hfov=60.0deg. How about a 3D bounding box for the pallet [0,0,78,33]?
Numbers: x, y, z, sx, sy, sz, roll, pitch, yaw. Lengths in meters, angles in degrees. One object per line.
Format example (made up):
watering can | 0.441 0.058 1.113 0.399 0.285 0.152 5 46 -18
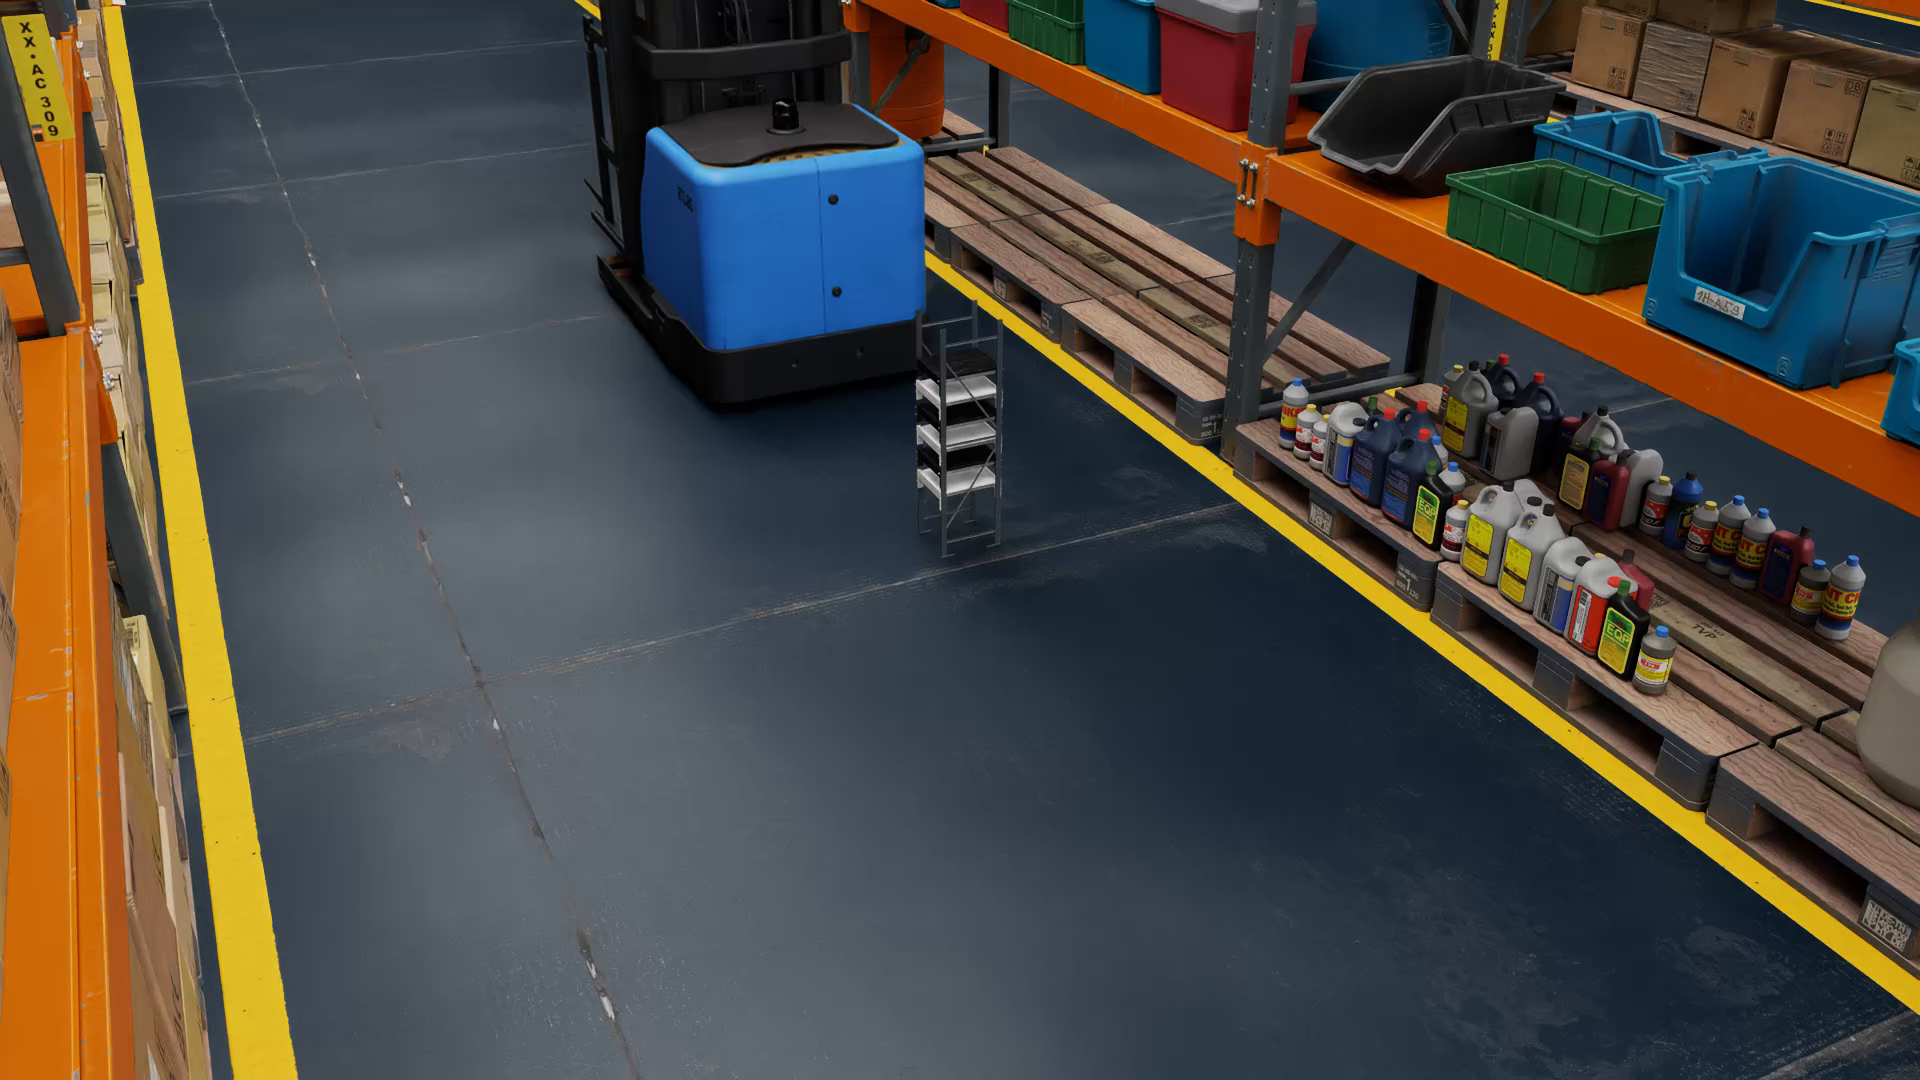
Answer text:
pallet | -5.001 -2.655 8.114 1.213 0.211 1.003 -13 32 -22

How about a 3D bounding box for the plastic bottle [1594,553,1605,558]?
plastic bottle | 2.041 0.138 5.348 0.097 0.201 0.097 0 29 0

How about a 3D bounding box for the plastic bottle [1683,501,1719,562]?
plastic bottle | 2.534 -0.036 5.658 0.097 0.201 0.097 0 29 0

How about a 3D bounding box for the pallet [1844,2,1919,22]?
pallet | 8.491 -4.659 14.342 1.003 0.211 1.213 -13 32 -22

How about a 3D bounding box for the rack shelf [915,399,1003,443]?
rack shelf | -0.003 -0.446 6.009 0.258 0.077 0.200 -13 32 -22

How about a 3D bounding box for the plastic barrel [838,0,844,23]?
plastic barrel | -0.881 -3.335 11.167 0.600 0.588 0.708 -13 32 -22

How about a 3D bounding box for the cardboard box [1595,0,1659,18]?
cardboard box | 4.617 -3.672 11.070 0.500 0.250 0.500 -12 31 -20

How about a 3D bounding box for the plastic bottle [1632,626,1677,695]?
plastic bottle | 2.079 0.351 4.969 0.097 0.201 0.097 0 29 0

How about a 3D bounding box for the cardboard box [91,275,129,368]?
cardboard box | -3.543 -0.829 6.471 0.500 0.311 0.500 -12 32 -21

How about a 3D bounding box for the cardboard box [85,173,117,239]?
cardboard box | -4.199 -1.503 7.672 0.500 0.311 0.500 -12 32 -21

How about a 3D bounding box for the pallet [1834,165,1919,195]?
pallet | 5.684 -1.893 9.410 1.003 0.211 1.213 -13 32 -22

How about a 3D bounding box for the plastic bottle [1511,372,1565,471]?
plastic bottle | 2.165 -0.453 6.250 0.144 0.351 0.185 -15 32 -24

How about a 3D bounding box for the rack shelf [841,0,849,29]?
rack shelf | -1.030 -4.062 11.163 1.077 0.370 4.000 -13 32 -22

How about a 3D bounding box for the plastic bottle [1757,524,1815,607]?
plastic bottle | 2.686 0.064 5.396 0.061 0.283 0.133 -13 32 -21

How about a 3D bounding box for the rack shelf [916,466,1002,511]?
rack shelf | -0.003 -0.210 6.141 0.258 0.077 0.200 -13 32 -22

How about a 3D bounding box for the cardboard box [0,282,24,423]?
cardboard box | -2.733 -0.536 4.037 0.700 0.500 0.500 -14 32 -23

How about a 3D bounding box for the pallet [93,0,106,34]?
pallet | -7.705 -4.386 13.856 1.003 0.211 1.213 -13 32 -22

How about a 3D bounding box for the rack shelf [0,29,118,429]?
rack shelf | -3.788 -1.257 6.160 1.077 0.370 4.000 -13 32 -22

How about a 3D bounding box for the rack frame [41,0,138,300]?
rack frame | -4.646 -2.454 7.560 1.000 3.000 0.127 -13 32 -22

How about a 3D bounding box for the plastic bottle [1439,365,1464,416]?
plastic bottle | 1.983 -0.602 6.668 0.097 0.201 0.097 0 29 0

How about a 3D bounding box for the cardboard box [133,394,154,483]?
cardboard box | -3.322 -0.356 6.199 0.500 0.250 0.500 -14 32 -23

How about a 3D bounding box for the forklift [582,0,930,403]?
forklift | -1.211 -2.566 7.829 1.130 2.935 3.031 -13 32 -21

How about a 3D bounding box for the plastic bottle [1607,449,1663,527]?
plastic bottle | 2.370 -0.205 5.884 0.152 0.276 0.135 -12 32 -21

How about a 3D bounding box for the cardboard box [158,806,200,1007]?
cardboard box | -2.099 0.929 3.909 0.500 0.250 0.500 -13 32 -22

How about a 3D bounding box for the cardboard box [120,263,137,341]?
cardboard box | -3.976 -1.030 7.402 0.500 0.250 0.500 -13 32 -23

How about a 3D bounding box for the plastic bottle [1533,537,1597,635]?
plastic bottle | 1.936 0.140 5.269 0.152 0.276 0.135 -14 32 -23

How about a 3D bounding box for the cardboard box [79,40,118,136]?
cardboard box | -5.473 -2.723 10.145 0.500 0.500 0.500 -13 32 -21

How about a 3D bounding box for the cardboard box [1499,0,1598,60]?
cardboard box | 4.025 -4.098 12.234 1.225 0.875 0.875 -15 32 -24

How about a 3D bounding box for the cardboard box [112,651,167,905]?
cardboard box | -2.110 0.604 3.721 0.500 0.500 0.500 -13 32 -22

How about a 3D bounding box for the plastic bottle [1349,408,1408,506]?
plastic bottle | 1.518 -0.318 6.009 0.144 0.351 0.185 -12 32 -21

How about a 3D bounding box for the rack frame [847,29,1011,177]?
rack frame | -0.171 -3.493 9.411 1.000 3.000 0.127 -13 32 -22

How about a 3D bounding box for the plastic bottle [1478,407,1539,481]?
plastic bottle | 2.042 -0.379 6.193 0.152 0.276 0.135 -13 32 -22

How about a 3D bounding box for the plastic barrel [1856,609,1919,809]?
plastic barrel | 2.697 0.447 4.500 0.421 0.512 0.421 0 29 0

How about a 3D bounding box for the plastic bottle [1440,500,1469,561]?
plastic bottle | 1.699 -0.040 5.666 0.097 0.201 0.097 0 29 0

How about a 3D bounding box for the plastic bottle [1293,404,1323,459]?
plastic bottle | 1.331 -0.419 6.342 0.097 0.201 0.097 0 29 0

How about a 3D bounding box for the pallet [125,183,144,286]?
pallet | -4.933 -1.576 8.844 1.003 0.211 1.213 -13 32 -22

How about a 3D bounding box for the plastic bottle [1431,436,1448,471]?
plastic bottle | 1.689 -0.245 5.960 0.097 0.271 0.097 0 29 0

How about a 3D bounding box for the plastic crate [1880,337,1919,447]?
plastic crate | 2.505 -0.340 3.942 0.499 0.251 0.408 -13 32 -22

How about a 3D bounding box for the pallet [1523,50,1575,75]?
pallet | 4.032 -3.680 12.597 1.003 0.211 1.213 -13 32 -22

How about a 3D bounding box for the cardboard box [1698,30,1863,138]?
cardboard box | 5.107 -2.851 10.373 0.700 0.500 0.500 -10 31 -18

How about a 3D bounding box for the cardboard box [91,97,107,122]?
cardboard box | -4.813 -2.047 8.939 0.500 0.500 0.500 -14 32 -24

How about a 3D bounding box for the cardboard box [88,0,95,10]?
cardboard box | -7.244 -4.366 13.331 0.500 0.250 0.500 -13 32 -22

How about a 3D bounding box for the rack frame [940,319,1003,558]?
rack frame | 0.040 -0.351 5.956 0.240 0.900 0.006 -13 32 -22

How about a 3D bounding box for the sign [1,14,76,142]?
sign | -2.429 -1.217 4.387 0.100 0.325 0.005 -13 32 -22

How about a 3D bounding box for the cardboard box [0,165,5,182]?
cardboard box | -3.470 -1.306 5.410 0.500 0.500 0.500 -11 31 -18

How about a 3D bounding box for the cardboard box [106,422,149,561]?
cardboard box | -2.882 -0.150 5.260 0.500 0.311 0.500 -13 32 -22

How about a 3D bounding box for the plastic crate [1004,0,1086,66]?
plastic crate | 0.544 -2.343 7.578 0.450 0.188 0.662 -13 32 -22

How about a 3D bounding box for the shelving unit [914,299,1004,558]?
shelving unit | -0.003 -0.396 6.036 0.258 0.900 0.210 -13 32 -22

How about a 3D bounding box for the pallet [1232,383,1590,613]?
pallet | 1.797 -0.204 6.398 1.003 0.211 1.213 -13 32 -22

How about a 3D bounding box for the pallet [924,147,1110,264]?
pallet | 0.126 -1.926 9.469 1.003 0.211 1.213 -13 32 -22

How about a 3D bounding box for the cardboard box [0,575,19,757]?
cardboard box | -2.068 0.144 2.824 0.700 0.500 0.500 -12 31 -21

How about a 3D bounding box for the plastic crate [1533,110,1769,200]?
plastic crate | 2.266 -1.229 5.527 0.499 0.251 0.616 -13 32 -22
